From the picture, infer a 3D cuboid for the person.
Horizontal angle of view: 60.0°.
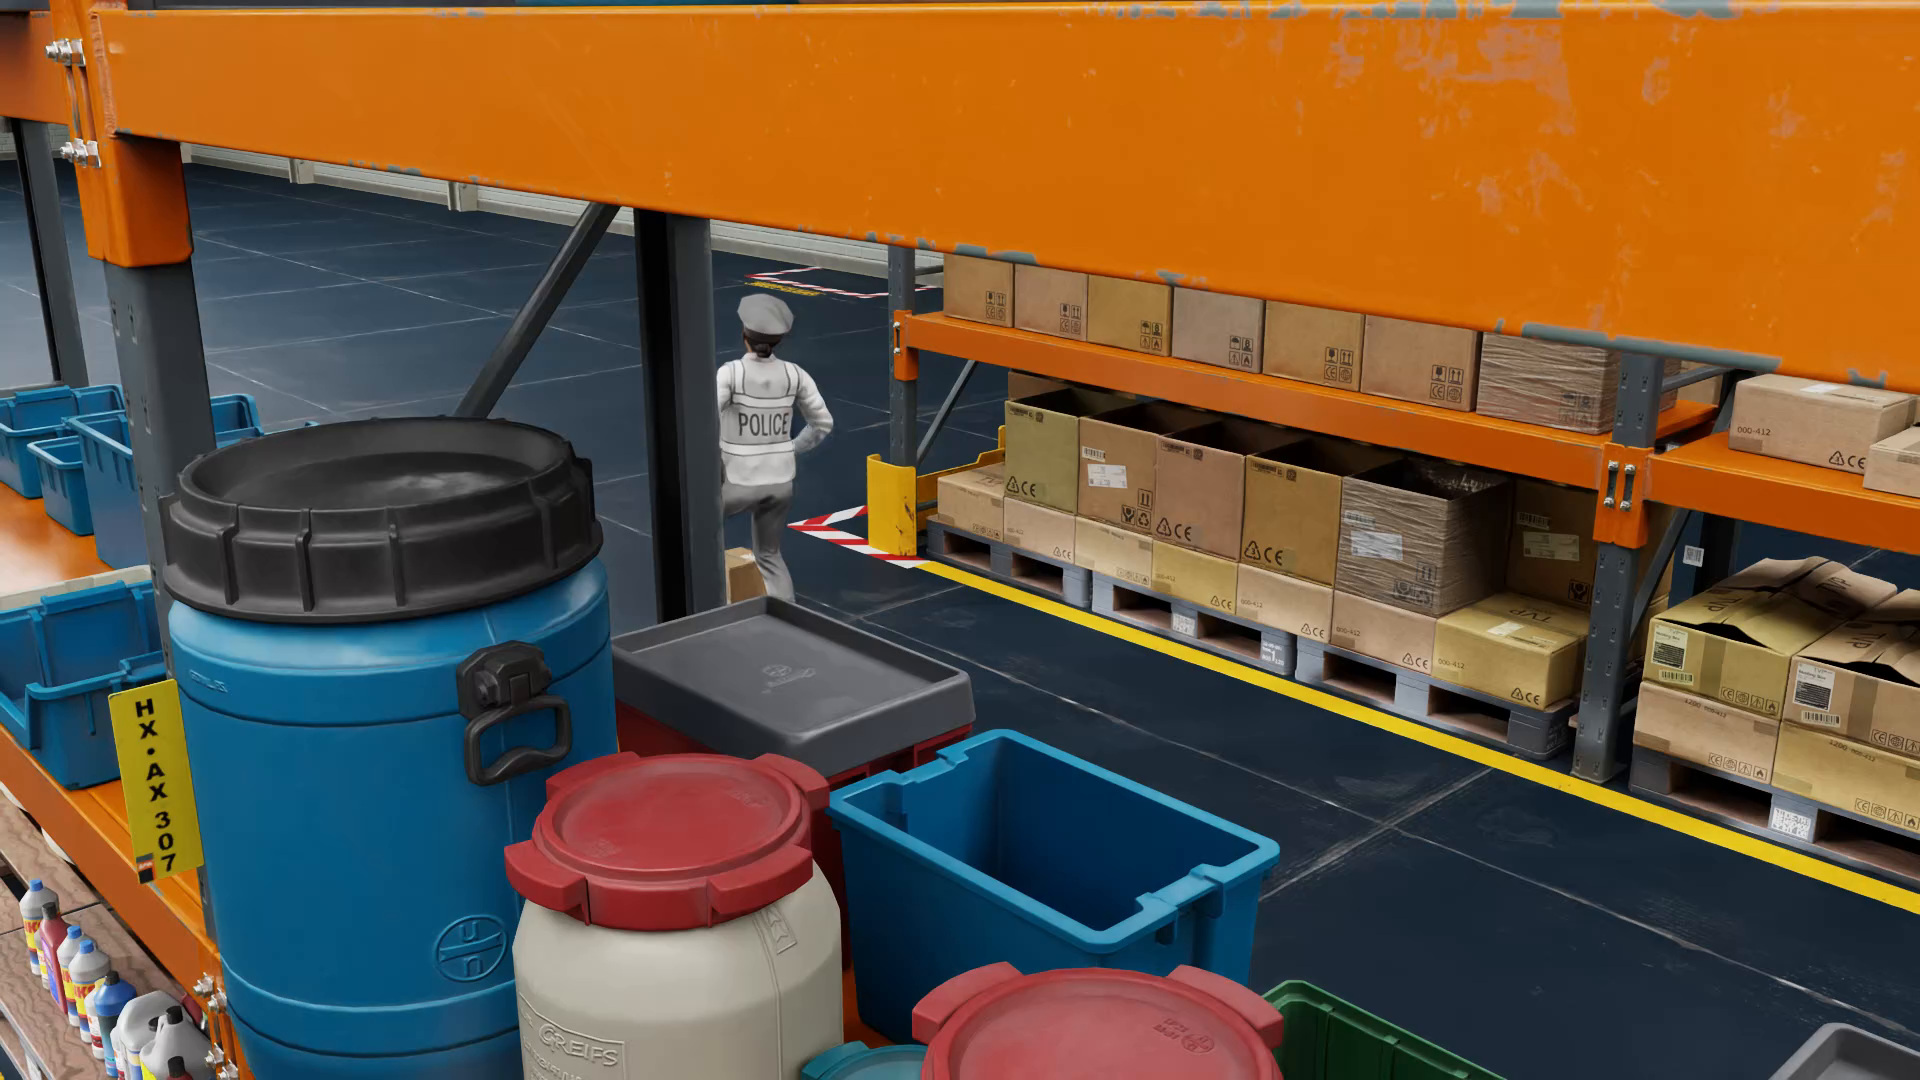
[{"bbox_3d":[-0.966,-0.278,7.459,0.739,1.660,0.520,-13,22,-36],"label":"person"}]
